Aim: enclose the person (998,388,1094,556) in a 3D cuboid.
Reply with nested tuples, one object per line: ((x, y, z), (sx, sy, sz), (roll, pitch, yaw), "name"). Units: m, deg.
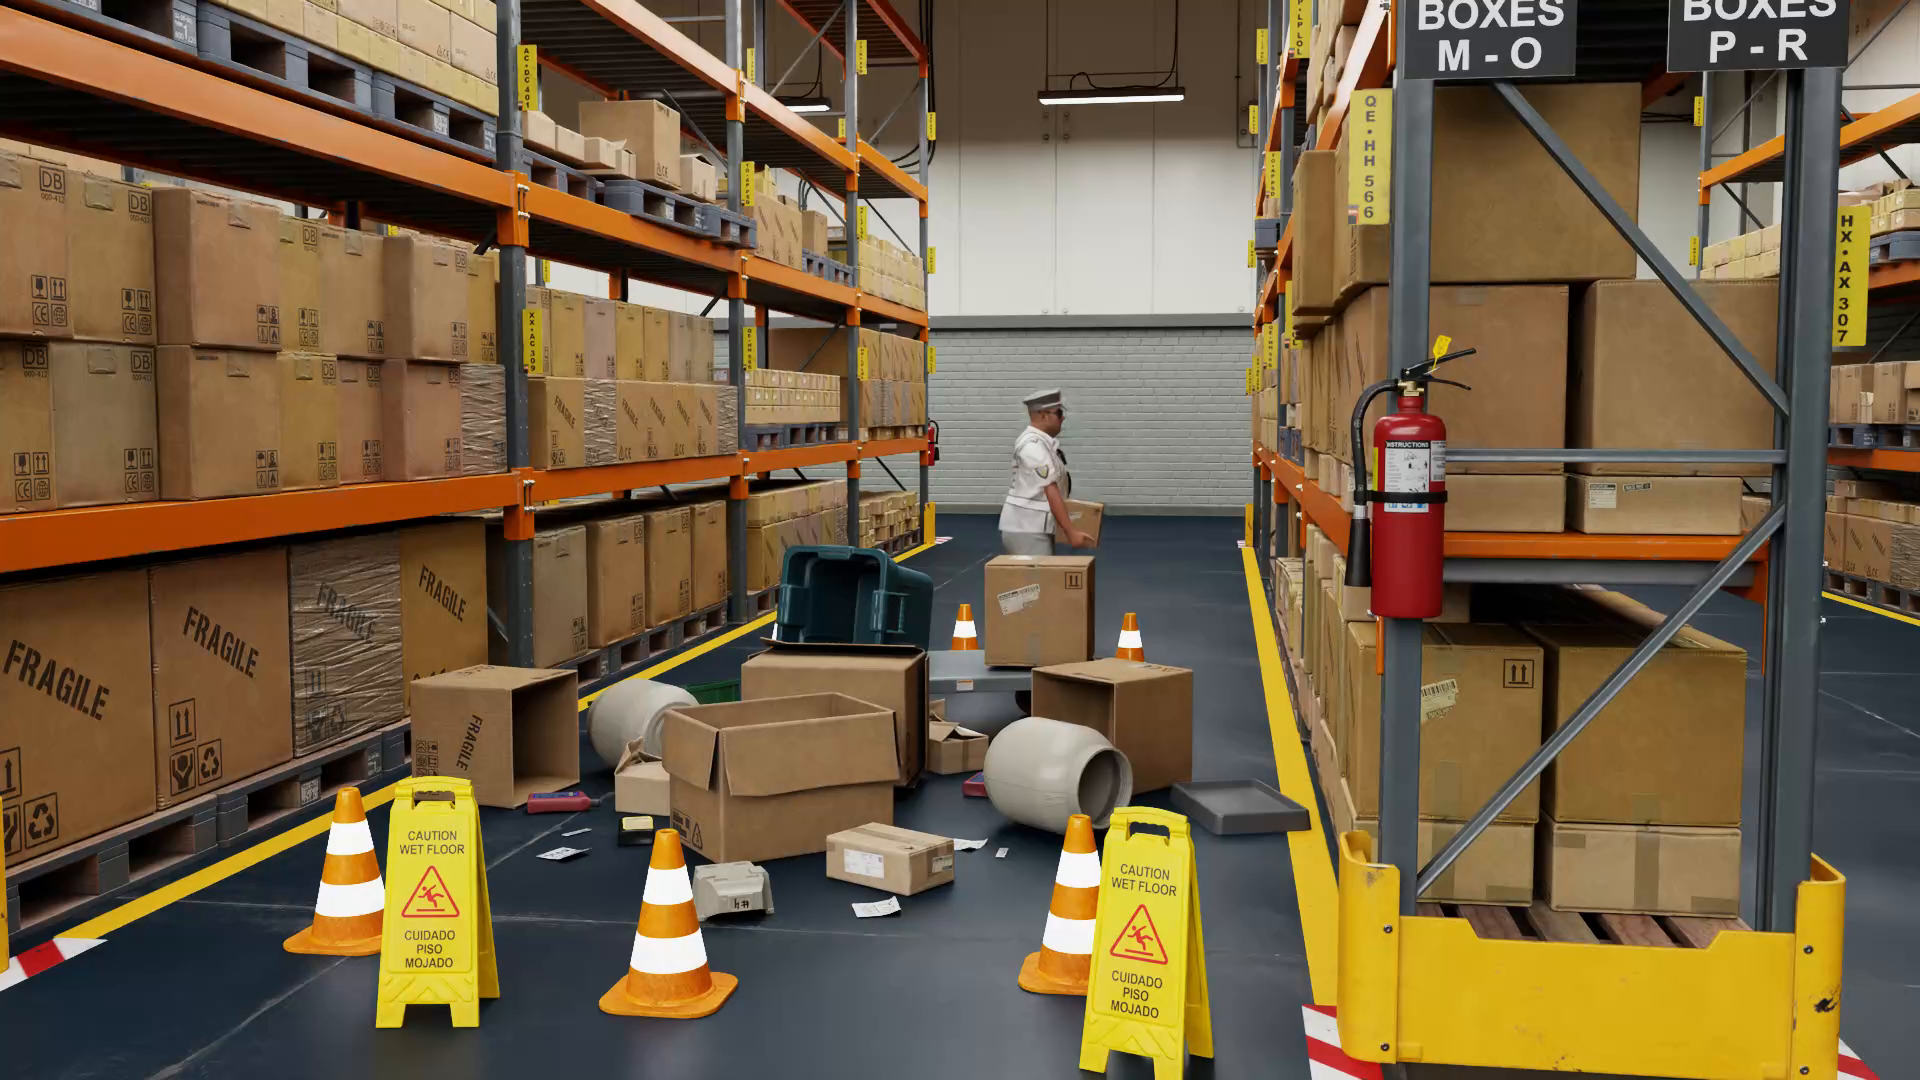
((0.526, -0.031, 10.016), (0.582, 1.756, 0.488), (1, 4, 8), "person")
